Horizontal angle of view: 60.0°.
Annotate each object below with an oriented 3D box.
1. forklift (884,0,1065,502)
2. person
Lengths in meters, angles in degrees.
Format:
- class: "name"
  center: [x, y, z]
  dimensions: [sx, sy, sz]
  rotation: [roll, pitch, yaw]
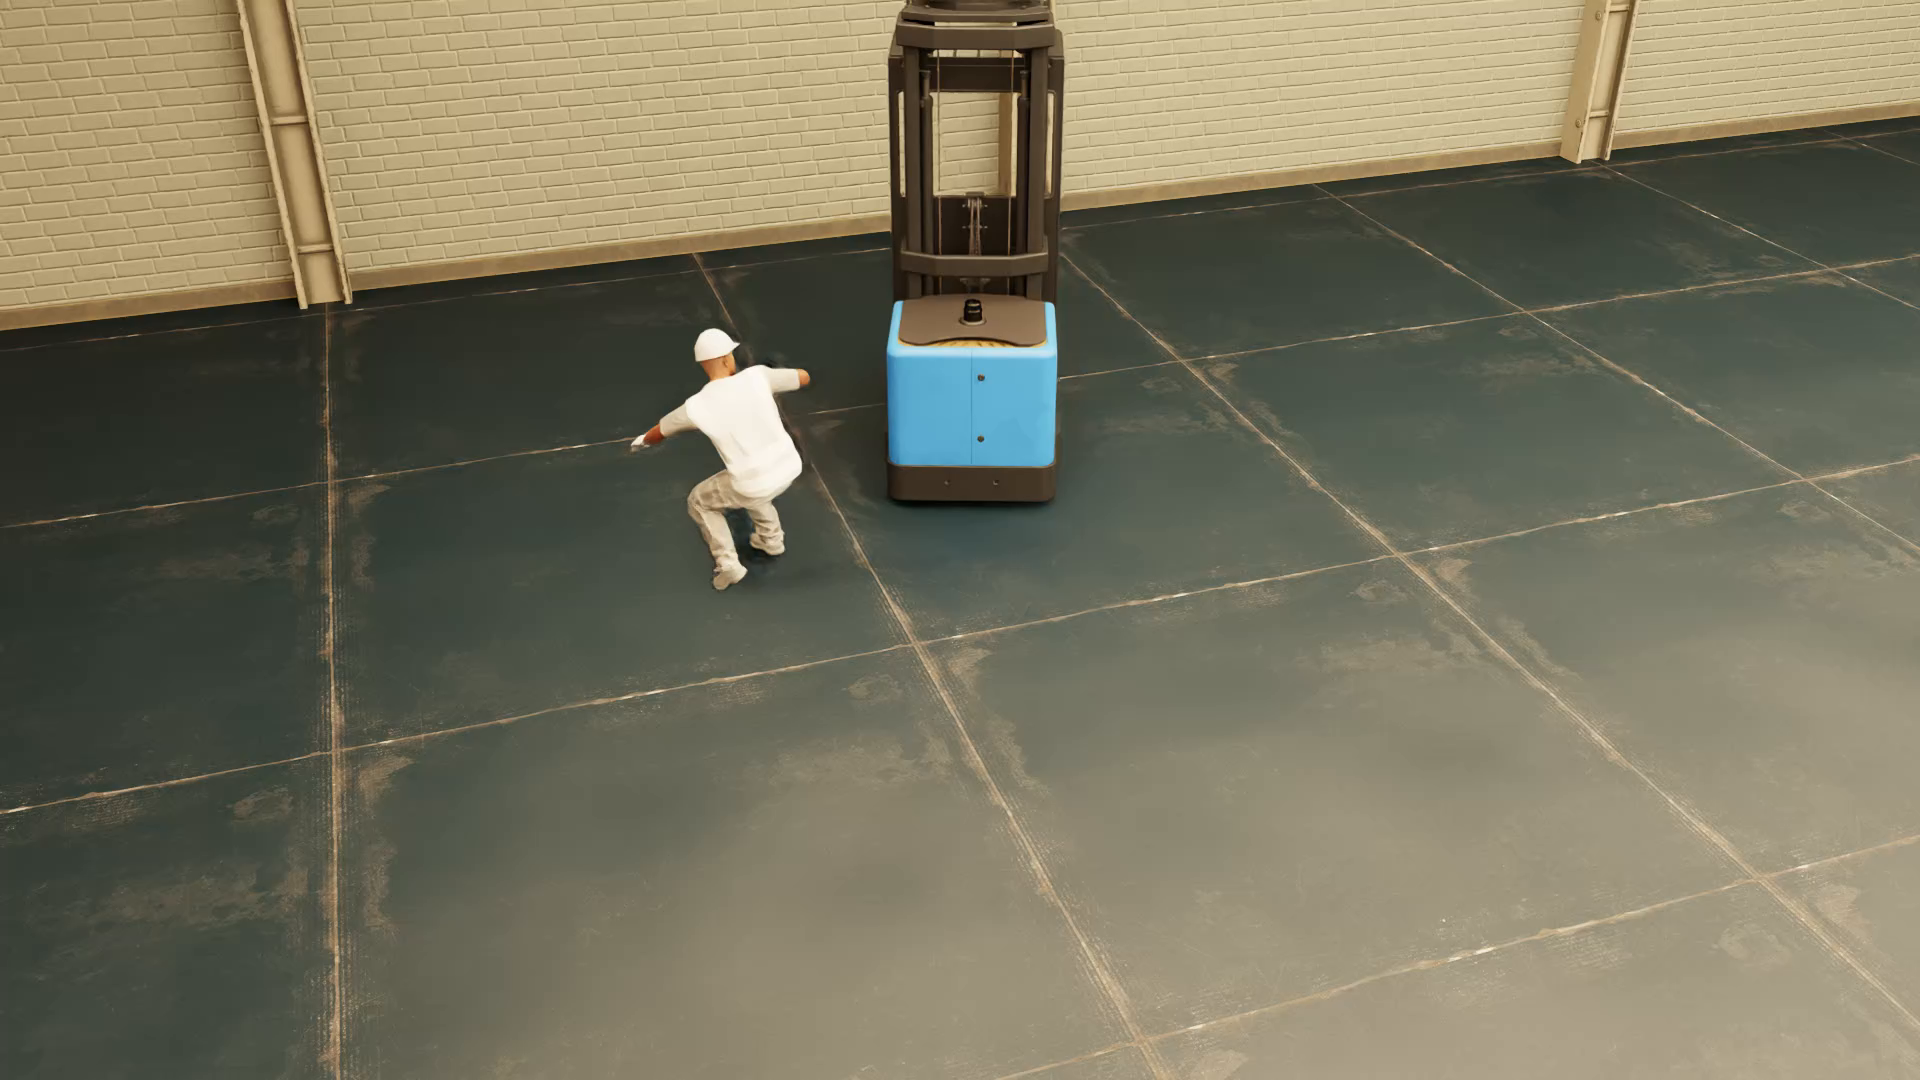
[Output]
- class: "forklift"
  center: [0.106, -2.204, 10.918]
  dimensions: [1.130, 2.935, 3.031]
  rotation: [1, 30, 1]
- class: "person"
  center: [-1.308, -0.514, 9.449]
  dimensions: [0.829, 1.500, 0.964]
  rotation: [-24, 38, -35]
